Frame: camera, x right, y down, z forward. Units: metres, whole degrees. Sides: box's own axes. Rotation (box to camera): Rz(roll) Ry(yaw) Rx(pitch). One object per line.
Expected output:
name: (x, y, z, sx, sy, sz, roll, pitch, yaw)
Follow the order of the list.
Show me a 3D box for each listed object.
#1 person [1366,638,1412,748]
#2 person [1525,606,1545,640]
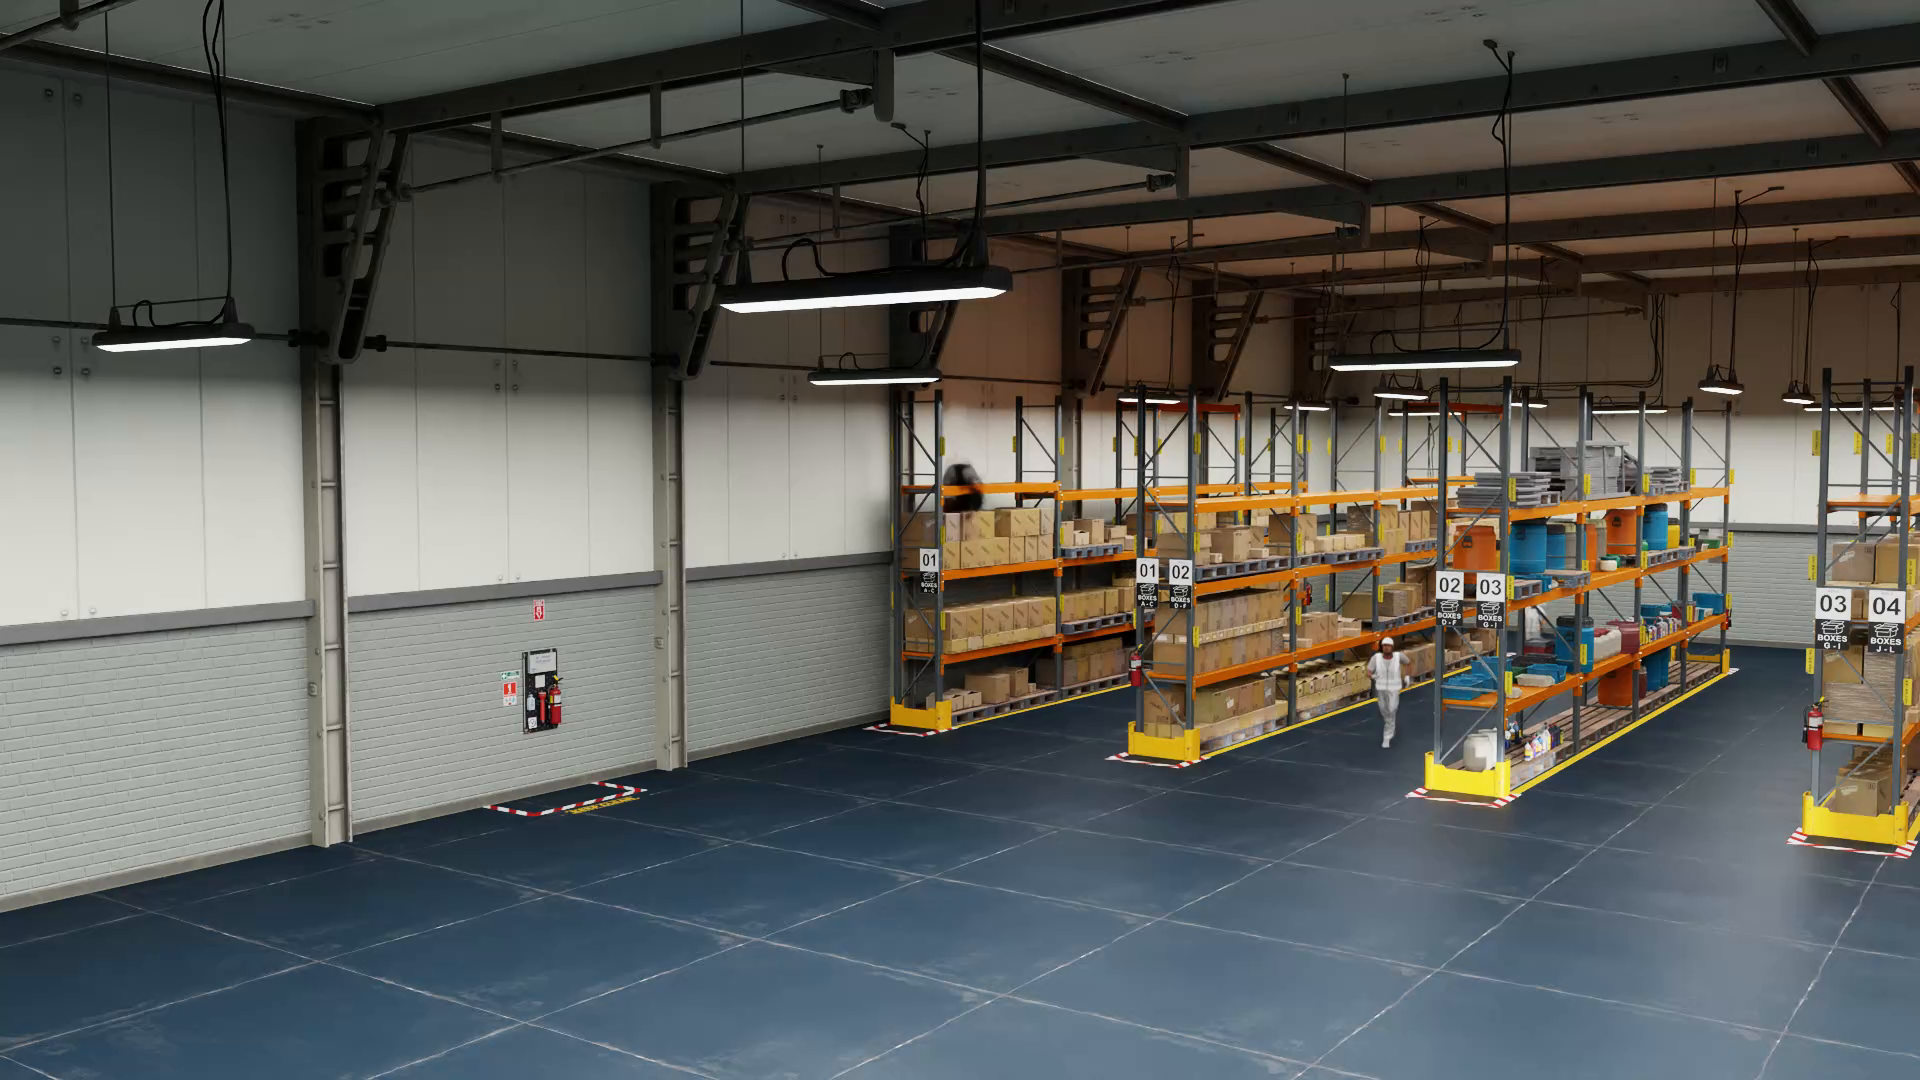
person: (7.206, 2.553, 27.977, 0.712, 1.846, 0.914, 1, 3, 22)
person: (12.853, 2.080, 37.426, 0.578, 1.662, 0.643, 2, 4, 25)
